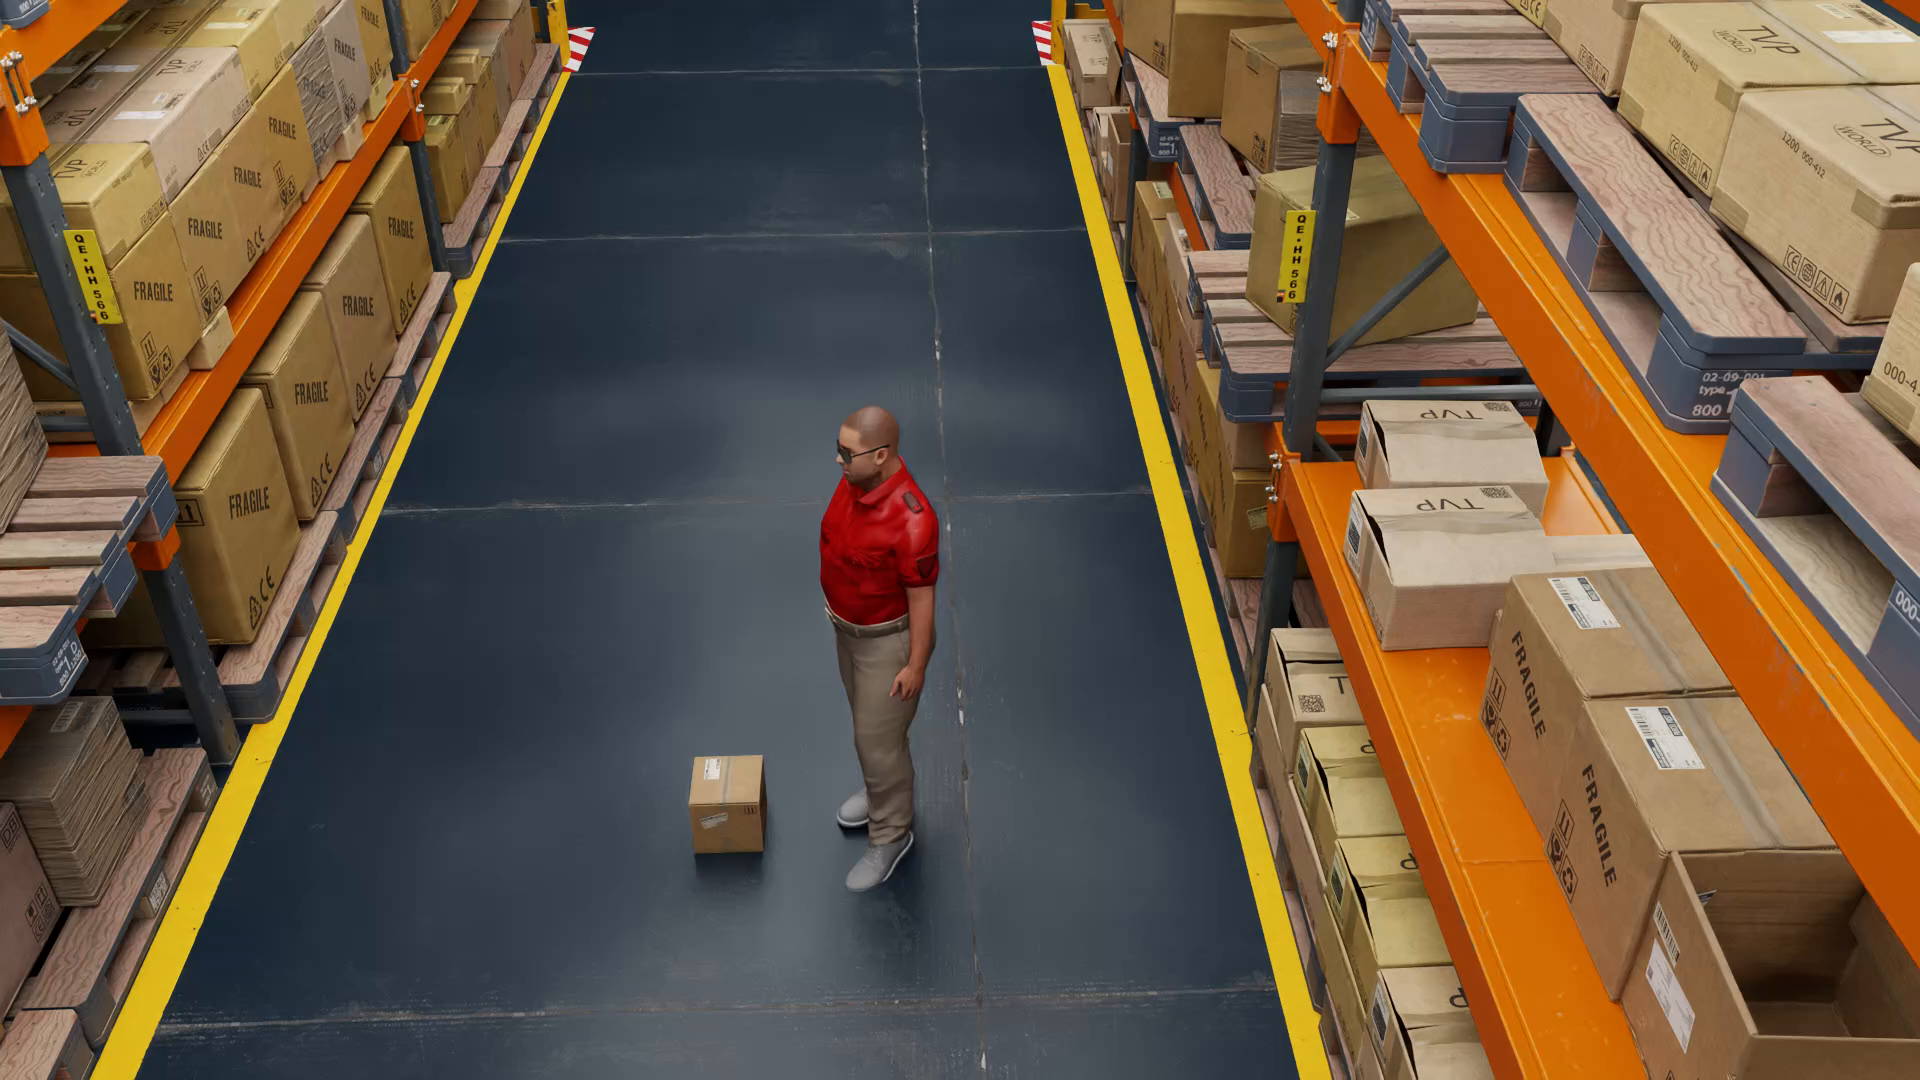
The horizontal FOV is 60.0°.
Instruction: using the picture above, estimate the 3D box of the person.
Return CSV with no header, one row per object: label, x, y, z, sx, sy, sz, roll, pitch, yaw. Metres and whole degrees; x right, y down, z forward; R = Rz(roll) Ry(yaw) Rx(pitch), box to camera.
person,-0.322,0.354,5.677,0.466,1.772,0.586,-18,39,-24
